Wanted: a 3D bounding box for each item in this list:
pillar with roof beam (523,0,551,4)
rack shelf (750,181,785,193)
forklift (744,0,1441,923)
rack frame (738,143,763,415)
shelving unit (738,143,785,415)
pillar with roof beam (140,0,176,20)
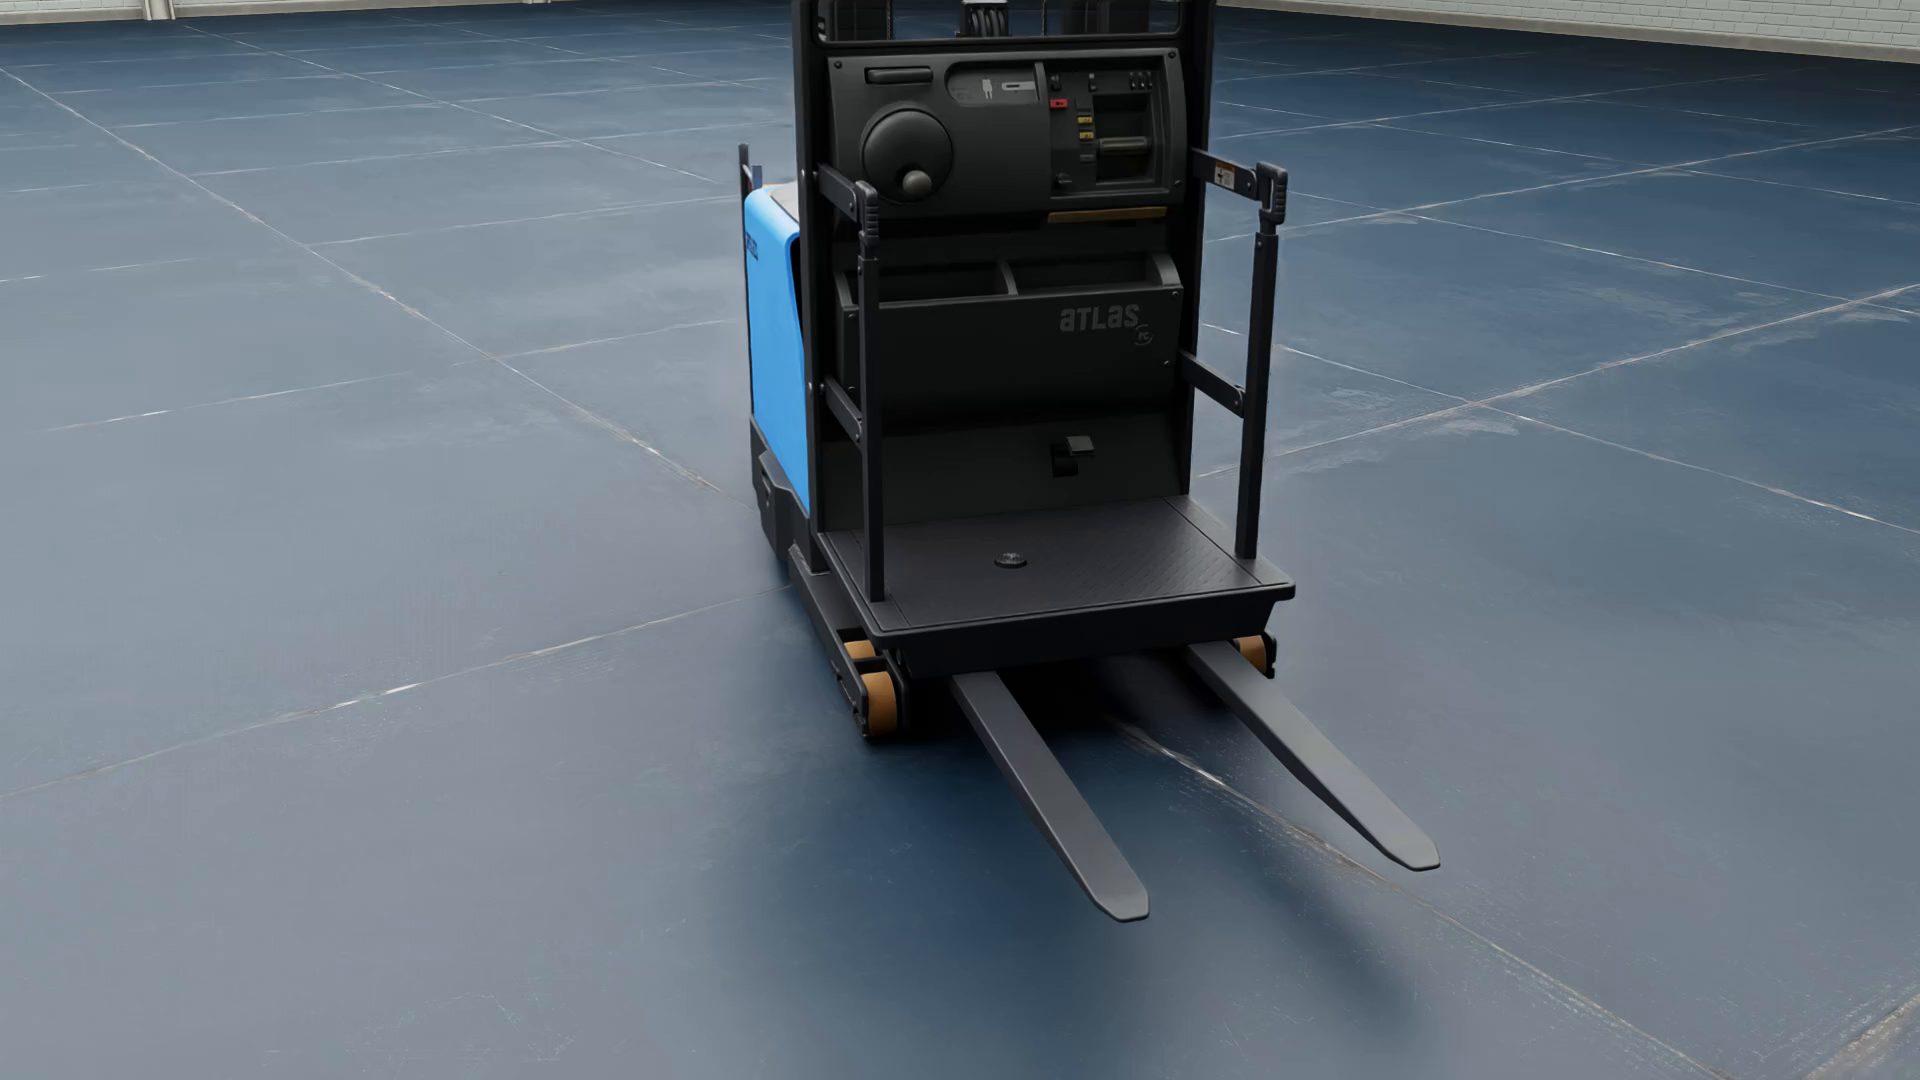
[{"bbox_3d":[-4.715,-12.059,23.474,0.400,9.000,9.100,-15,26,-33],"label":"pillar with roof beam"},{"bbox_3d":[-0.220,-1.105,5.857,1.000,0.278,0.538,-5,22,-12],"label":"rack shelf"},{"bbox_3d":[0.192,-1.030,4.022,1.130,2.935,3.031,-6,23,-15],"label":"forklift"},{"bbox_3d":[-0.716,-0.792,5.864,0.032,1.125,0.500,-5,22,-12],"label":"rack frame"},{"bbox_3d":[-0.220,-0.833,5.966,1.048,1.125,0.538,-5,22,-12],"label":"shelving unit"},{"bbox_3d":[-9.585,-10.760,20.219,0.400,9.000,9.100,-15,26,-33],"label":"pillar with roof beam"}]
